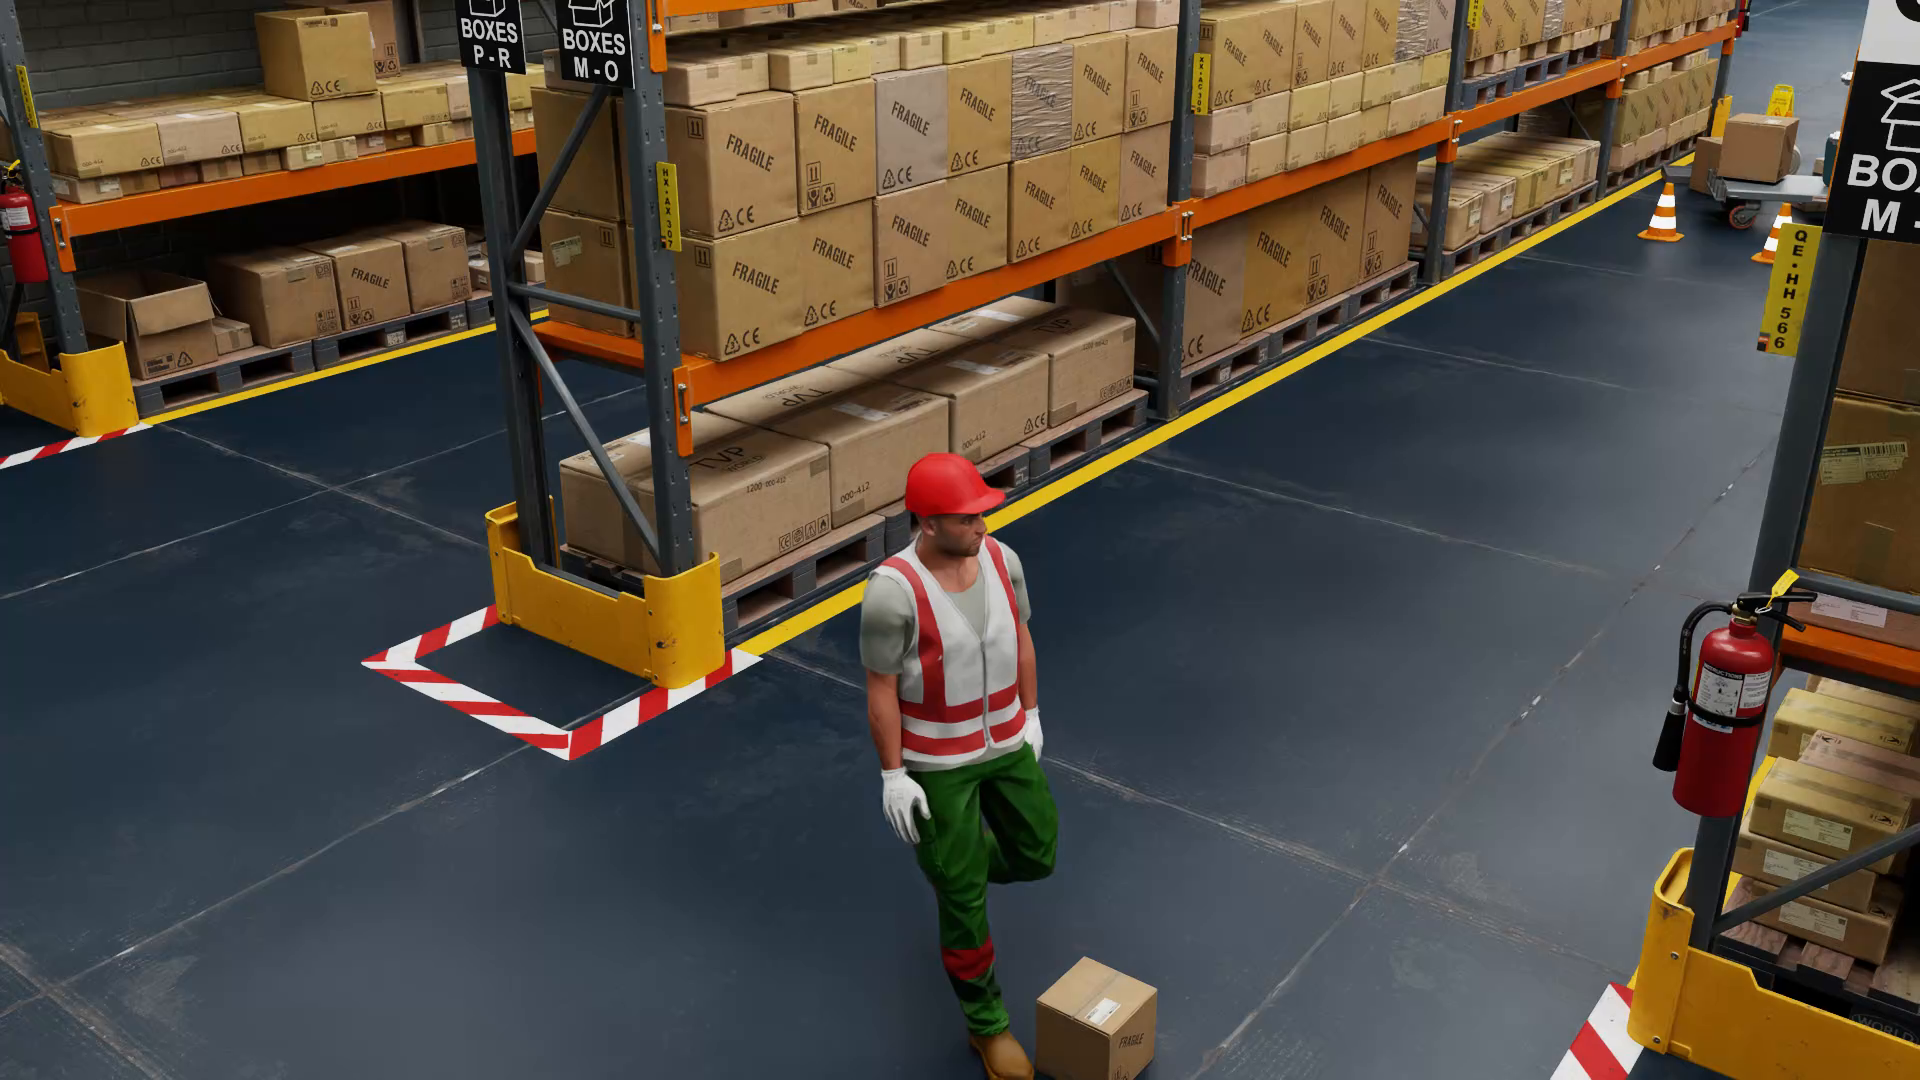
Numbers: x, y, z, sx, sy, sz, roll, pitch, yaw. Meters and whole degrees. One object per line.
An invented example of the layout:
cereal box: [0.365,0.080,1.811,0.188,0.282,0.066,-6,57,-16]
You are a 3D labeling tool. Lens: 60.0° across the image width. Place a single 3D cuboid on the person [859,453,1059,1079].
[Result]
person: [0.032,0.609,4.678,0.590,1.769,0.792,-16,28,-32]
